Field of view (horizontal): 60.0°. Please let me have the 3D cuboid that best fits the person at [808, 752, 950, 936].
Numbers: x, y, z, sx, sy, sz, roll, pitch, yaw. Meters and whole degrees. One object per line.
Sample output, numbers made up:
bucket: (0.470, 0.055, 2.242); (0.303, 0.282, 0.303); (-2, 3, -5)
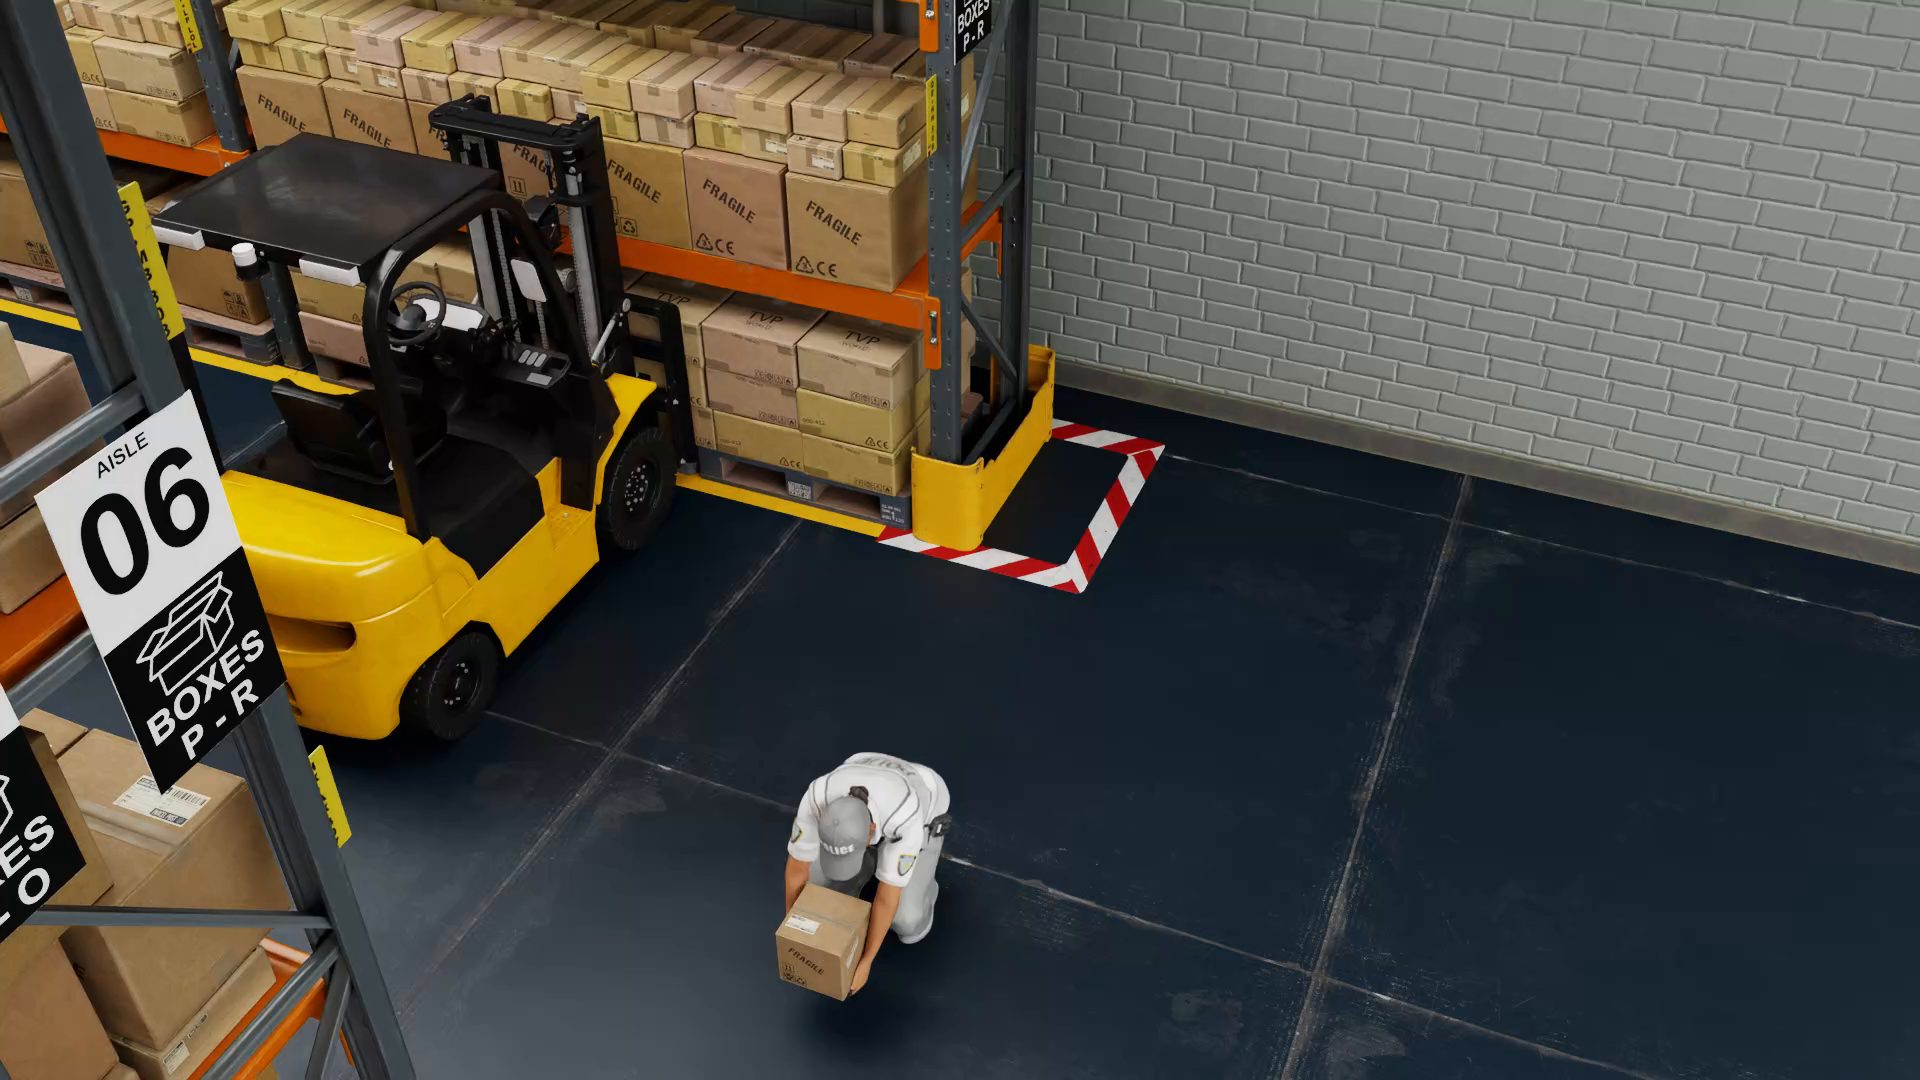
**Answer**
person: (-0.288, 1.048, 6.108); (0.522, 0.812, 0.600); (14, 40, 17)
